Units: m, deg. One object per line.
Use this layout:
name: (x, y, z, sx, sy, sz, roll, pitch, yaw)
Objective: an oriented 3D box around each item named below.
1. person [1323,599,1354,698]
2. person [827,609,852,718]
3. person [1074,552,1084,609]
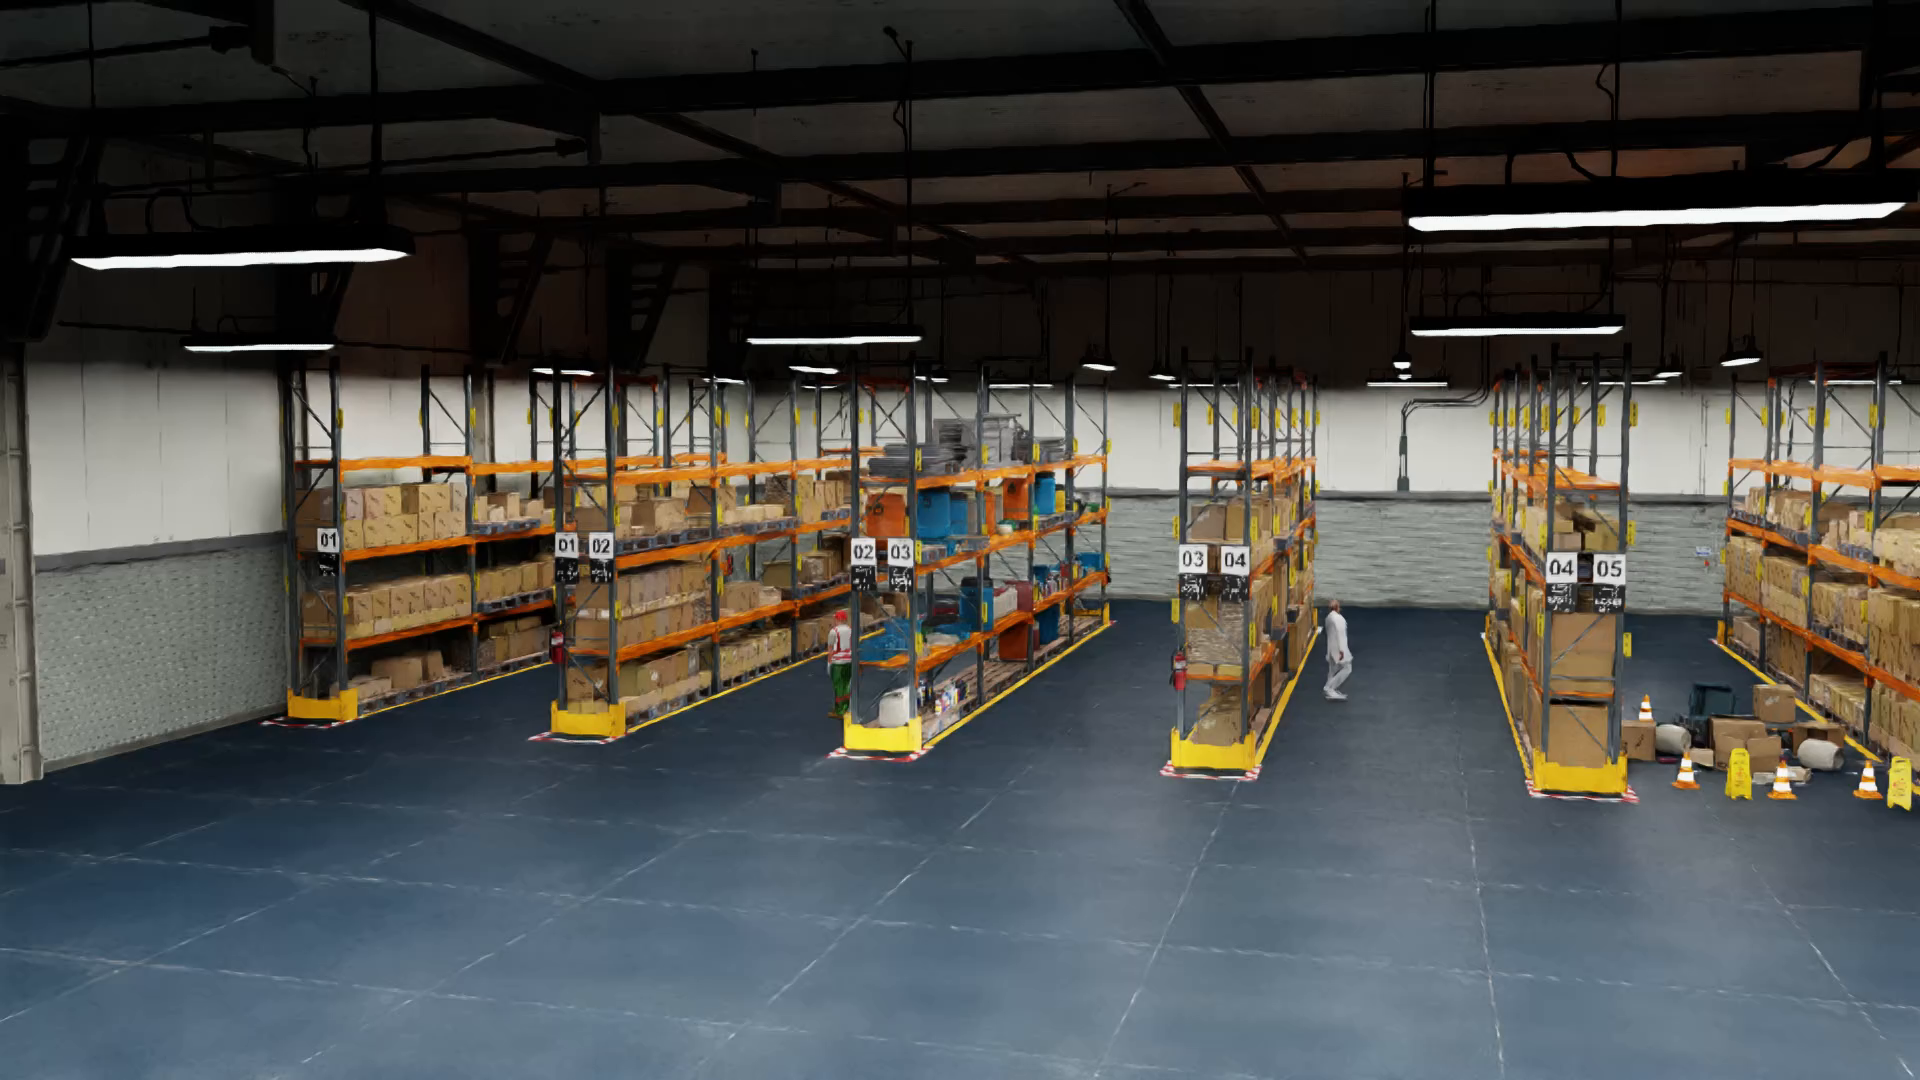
person: (6.677, 1.943, 29.553, 0.500, 1.779, 0.634, -1, 4, -12)
person: (-2.041, 2.049, 27.857, 0.608, 1.787, 0.489, -4, 6, -44)
person: (2.910, 1.105, 41.695, 0.511, 1.683, 0.495, -1, 4, -14)
